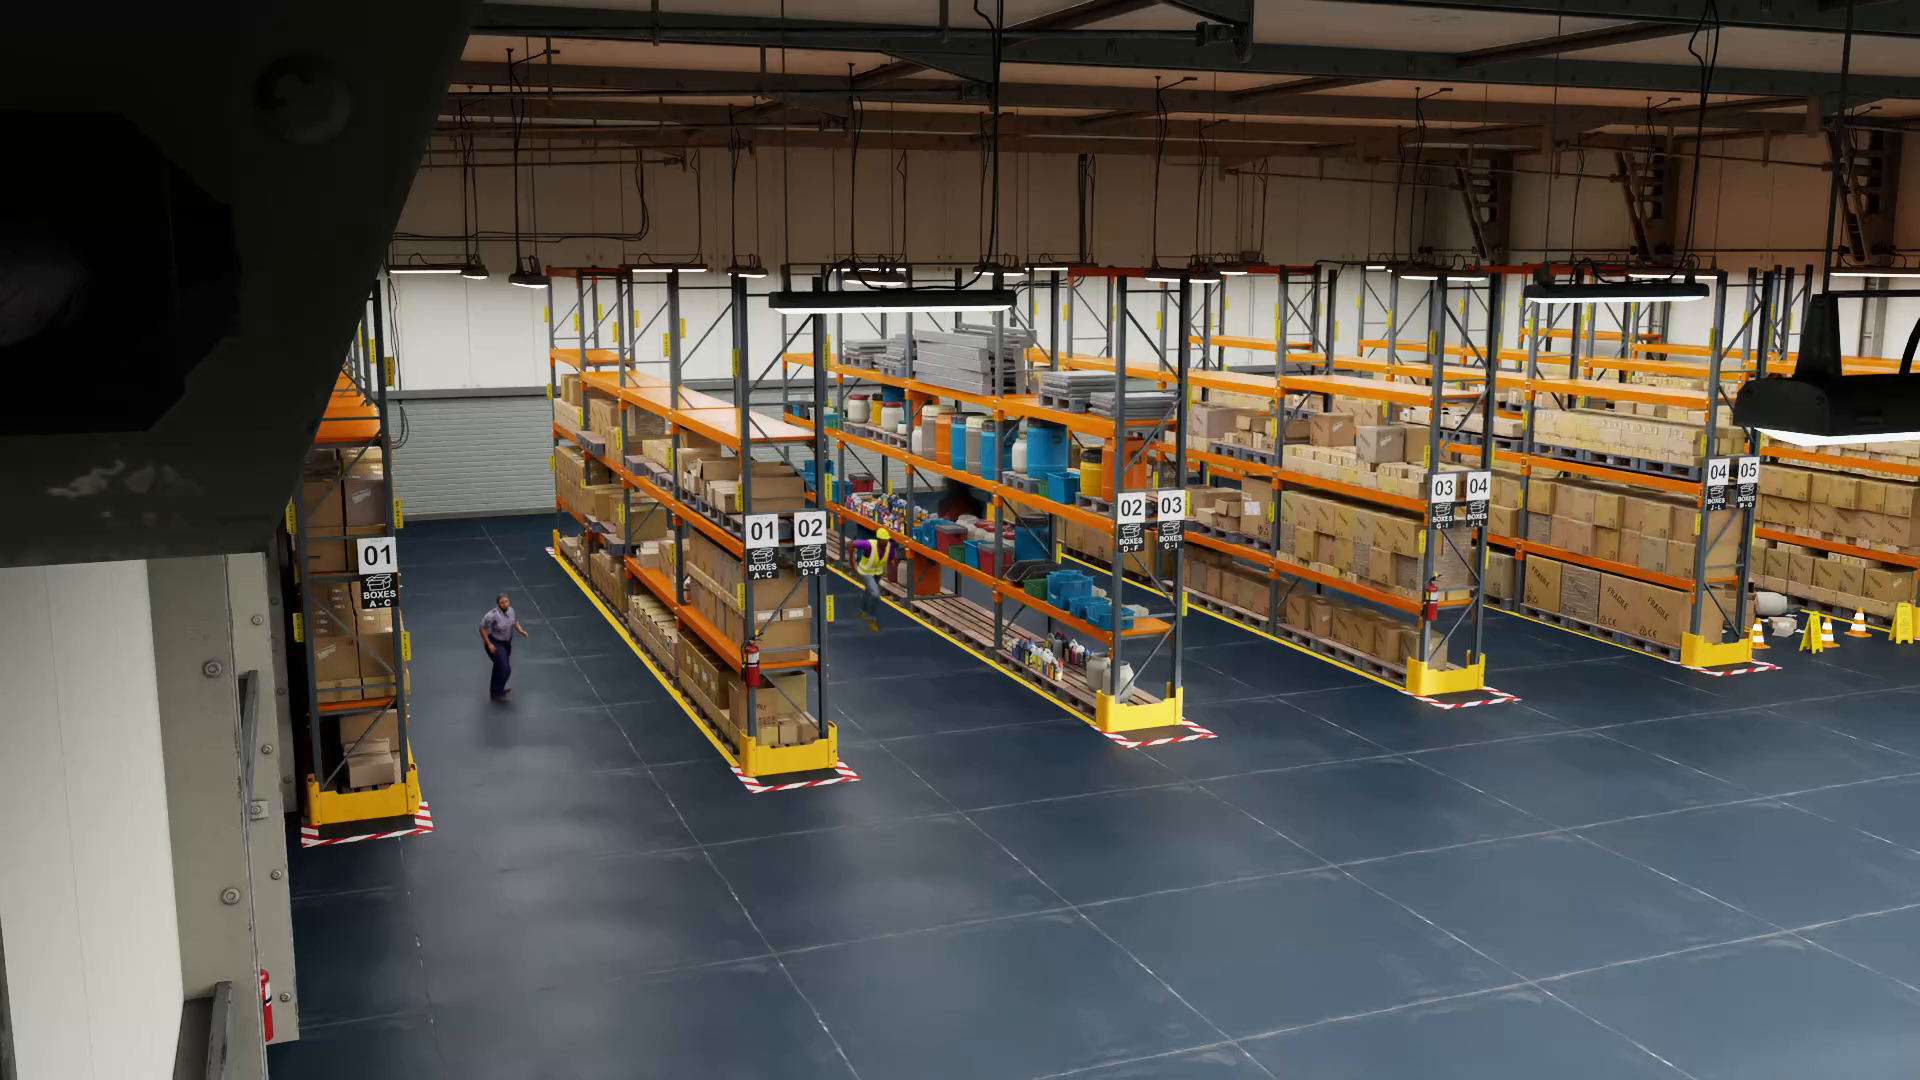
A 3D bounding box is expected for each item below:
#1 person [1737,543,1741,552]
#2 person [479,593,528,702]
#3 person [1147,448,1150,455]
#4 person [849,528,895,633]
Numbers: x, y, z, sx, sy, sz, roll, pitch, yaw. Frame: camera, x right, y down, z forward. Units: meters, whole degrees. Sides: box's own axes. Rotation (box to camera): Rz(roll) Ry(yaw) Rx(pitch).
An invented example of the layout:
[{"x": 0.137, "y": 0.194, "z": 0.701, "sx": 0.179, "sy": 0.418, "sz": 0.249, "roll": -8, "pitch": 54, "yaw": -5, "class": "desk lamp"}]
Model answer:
[{"x": 15.724, "y": -0.216, "z": 33.652, "sx": 0.646, "sy": 1.488, "sz": 0.754, "roll": -8, "pitch": 12, "yaw": -37, "class": "person"}, {"x": -6.489, "y": 1.504, "z": 23.644, "sx": 0.761, "sy": 1.590, "sz": 0.648, "roll": 3, "pitch": 10, "yaw": 17, "class": "person"}, {"x": 4.303, "y": -1.390, "z": 39.584, "sx": 0.709, "sy": 1.809, "sz": 0.699, "roll": -1, "pitch": 10, "yaw": -5, "class": "person"}, {"x": -1.440, "y": 0.634, "z": 26.886, "sx": 0.753, "sy": 1.745, "sz": 0.956, "roll": -7, "pitch": 12, "yaw": -34, "class": "person"}]
